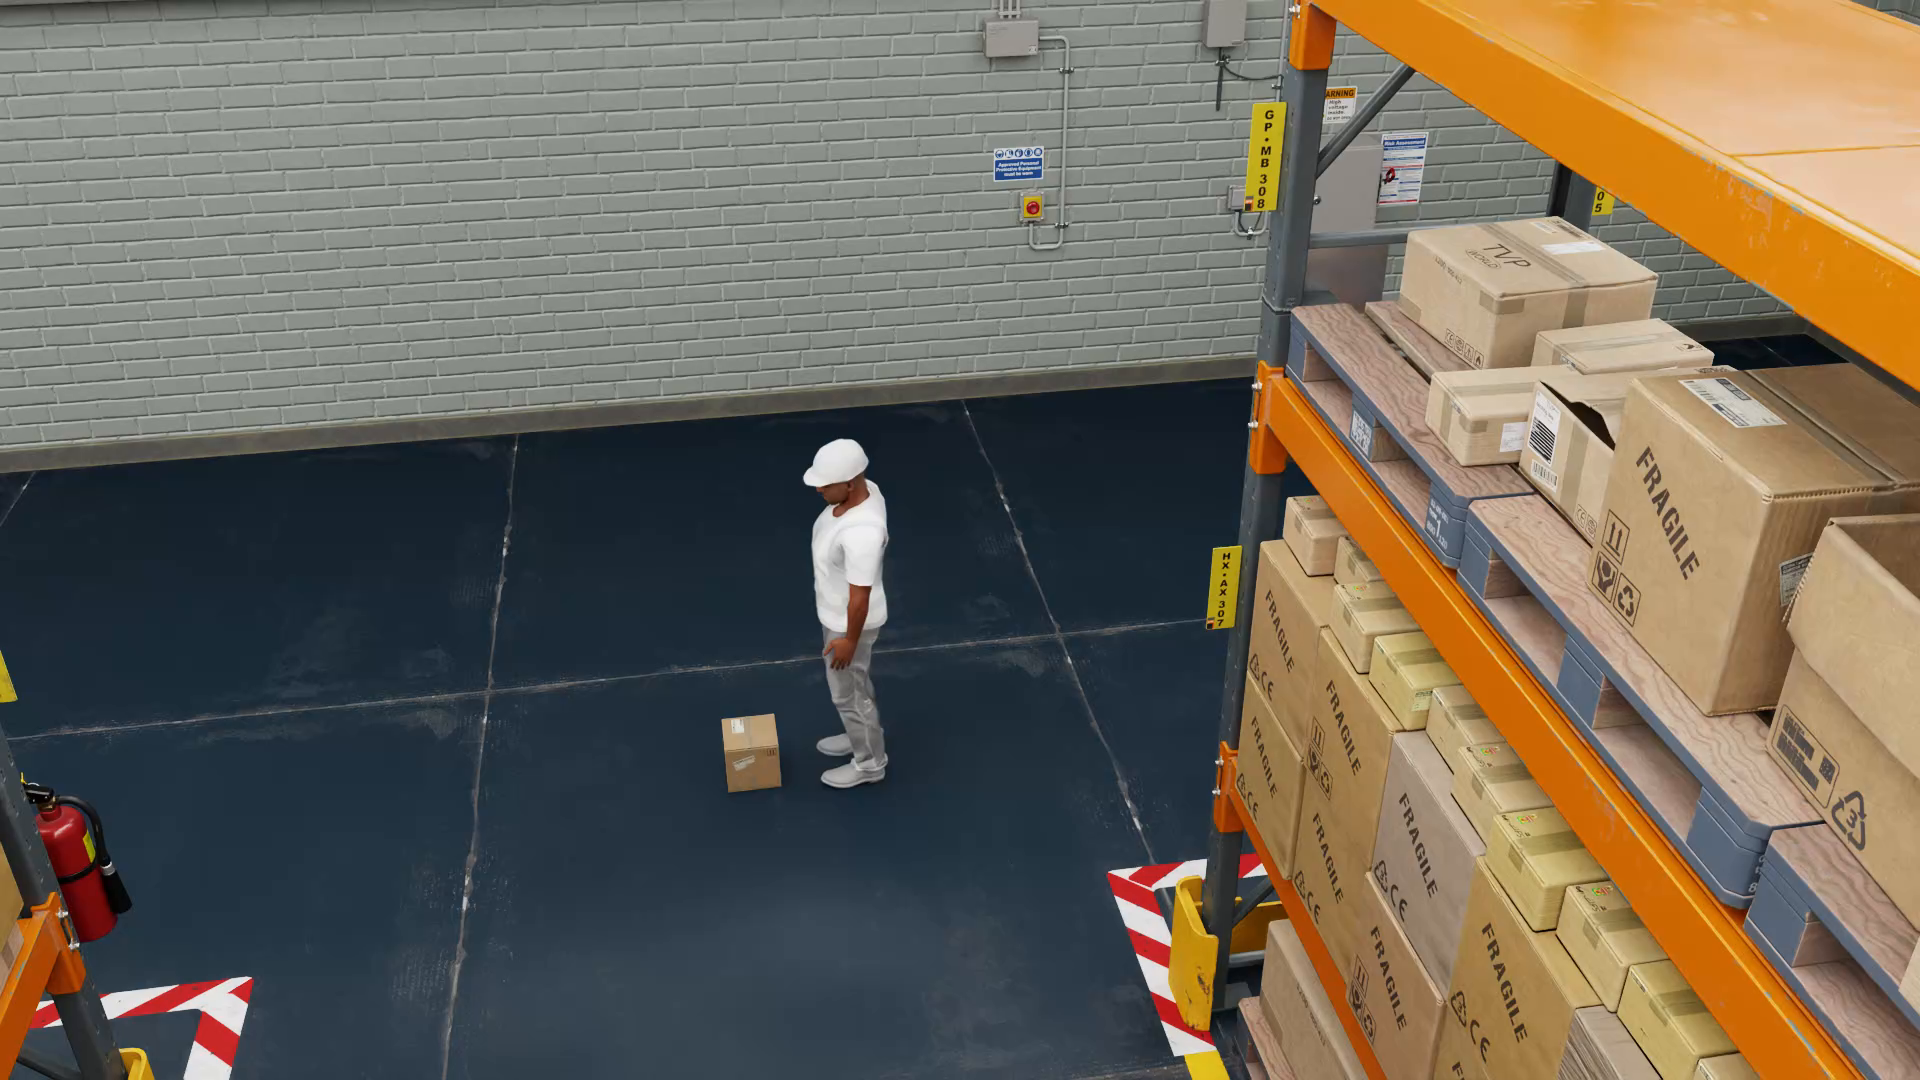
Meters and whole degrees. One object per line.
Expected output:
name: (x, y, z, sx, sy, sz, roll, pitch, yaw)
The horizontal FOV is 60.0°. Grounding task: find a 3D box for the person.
person: (-0.497, 0.331, 7.559, 0.363, 1.764, 0.567, -5, 31, -8)
